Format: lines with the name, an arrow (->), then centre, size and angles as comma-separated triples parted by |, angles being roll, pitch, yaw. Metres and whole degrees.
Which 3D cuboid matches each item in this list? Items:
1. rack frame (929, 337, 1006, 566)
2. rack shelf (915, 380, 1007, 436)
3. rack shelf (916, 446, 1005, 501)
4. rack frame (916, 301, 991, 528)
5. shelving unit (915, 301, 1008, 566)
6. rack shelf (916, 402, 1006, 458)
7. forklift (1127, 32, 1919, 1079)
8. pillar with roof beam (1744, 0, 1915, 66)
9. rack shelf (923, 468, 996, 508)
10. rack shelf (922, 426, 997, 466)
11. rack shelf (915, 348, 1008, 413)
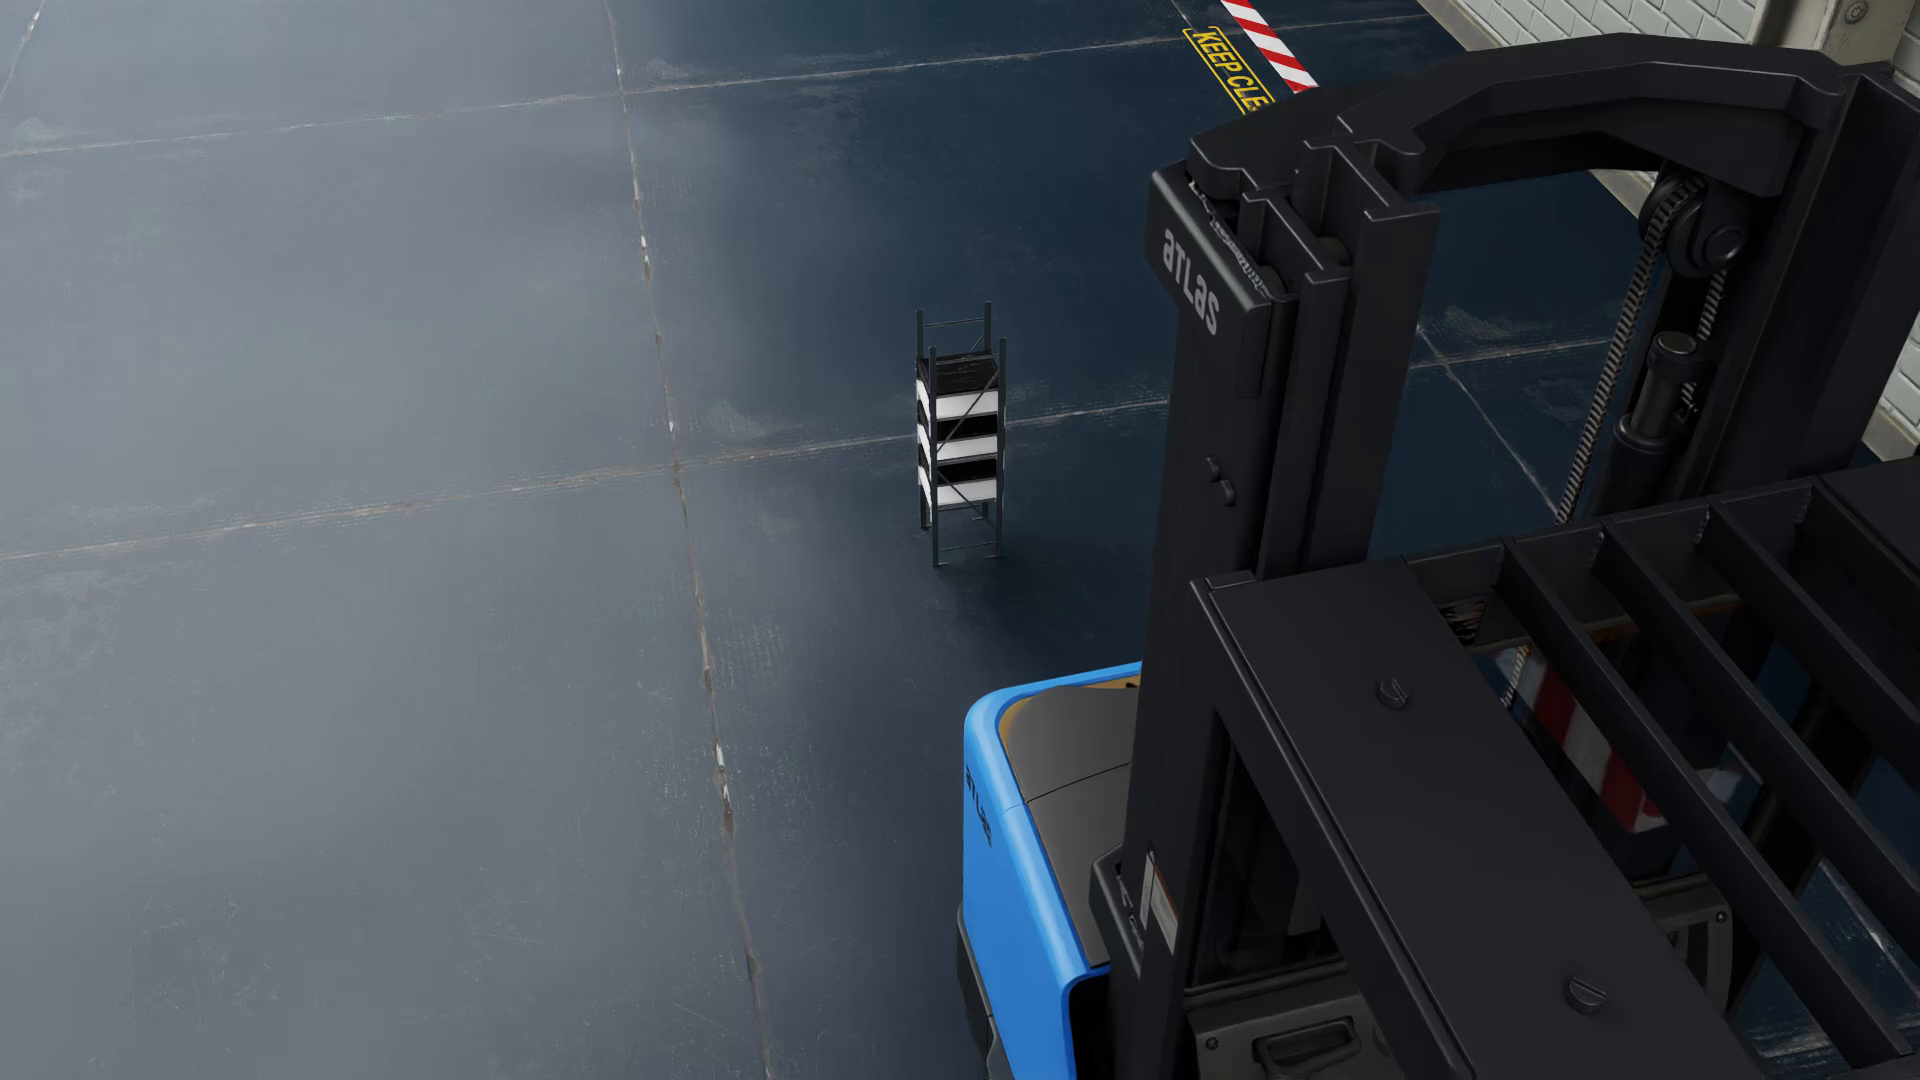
rack frame -> 0.024, -0.265, 5.371 | 0.240, 0.900, 0.006 | -8, 42, -9
rack shelf -> 0.002, -0.441, 5.348 | 0.258, 0.077, 0.200 | -8, 42, -9
rack shelf -> 0.002, -0.239, 5.527 | 0.258, 0.077, 0.200 | -8, 42, -9
rack frame -> -0.020, -0.397, 5.520 | 0.240, 0.900, 0.006 | -8, 42, -9
shelving unit -> 0.002, -0.331, 5.445 | 0.258, 0.900, 0.210 | -8, 42, -9
rack shelf -> 0.002, -0.374, 5.408 | 0.258, 0.077, 0.200 | -8, 42, -9
forklift -> 0.861, 0.919, 2.507 | 1.110, 2.935, 3.031 | -10, 43, -11
pillar with roof beam -> -1.145, -3.612, 3.041 | 9.100, 9.000, 0.400 | -8, 42, -9
rack shelf -> 0.002, -0.187, 5.573 | 0.221, 0.026, 0.190 | -8, 42, -9
rack shelf -> 0.002, -0.322, 5.454 | 0.221, 0.026, 0.190 | -8, 42, -9
rack shelf -> 0.002, -0.508, 5.288 | 0.258, 0.077, 0.200 | -8, 42, -9
